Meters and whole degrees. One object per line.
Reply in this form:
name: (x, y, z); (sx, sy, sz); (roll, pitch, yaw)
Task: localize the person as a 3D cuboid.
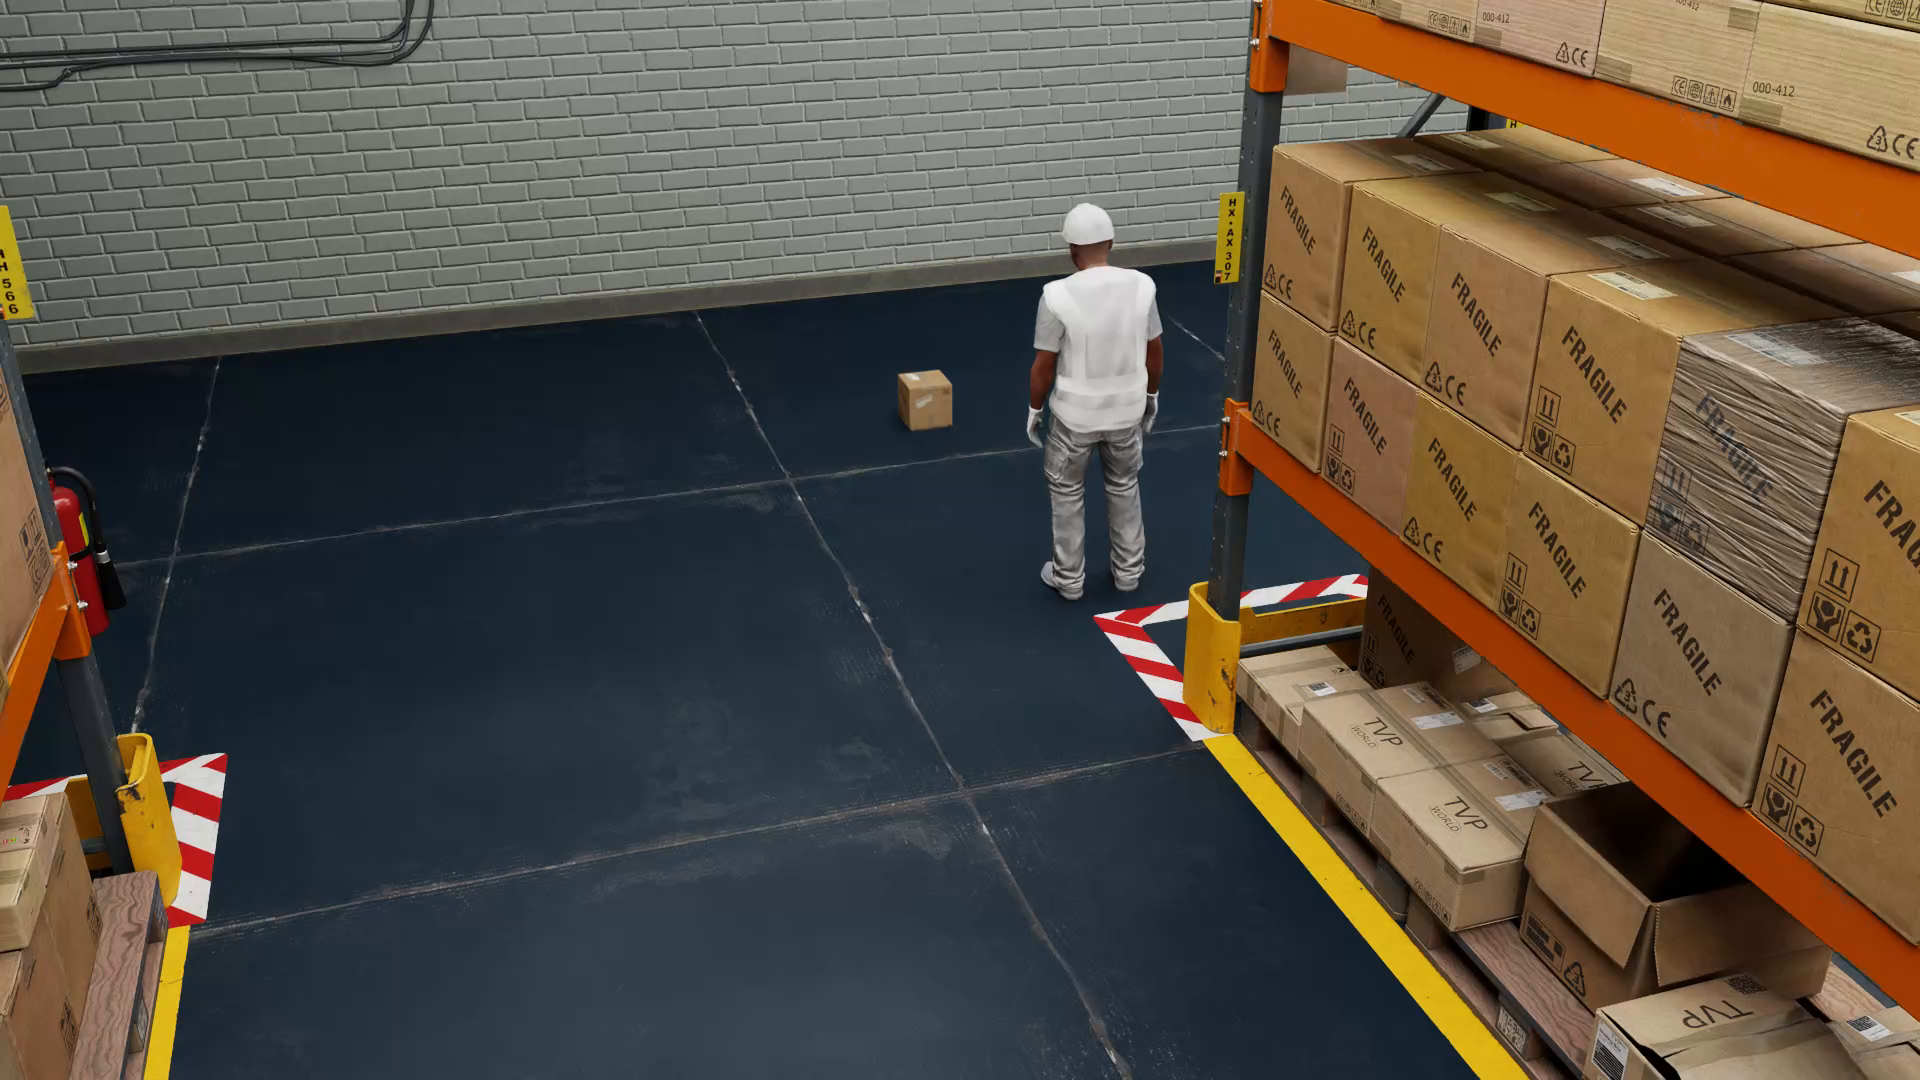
person: (0.585, -0.583, 7.293); (0.617, 1.772, 0.452); (-7, 27, -14)
